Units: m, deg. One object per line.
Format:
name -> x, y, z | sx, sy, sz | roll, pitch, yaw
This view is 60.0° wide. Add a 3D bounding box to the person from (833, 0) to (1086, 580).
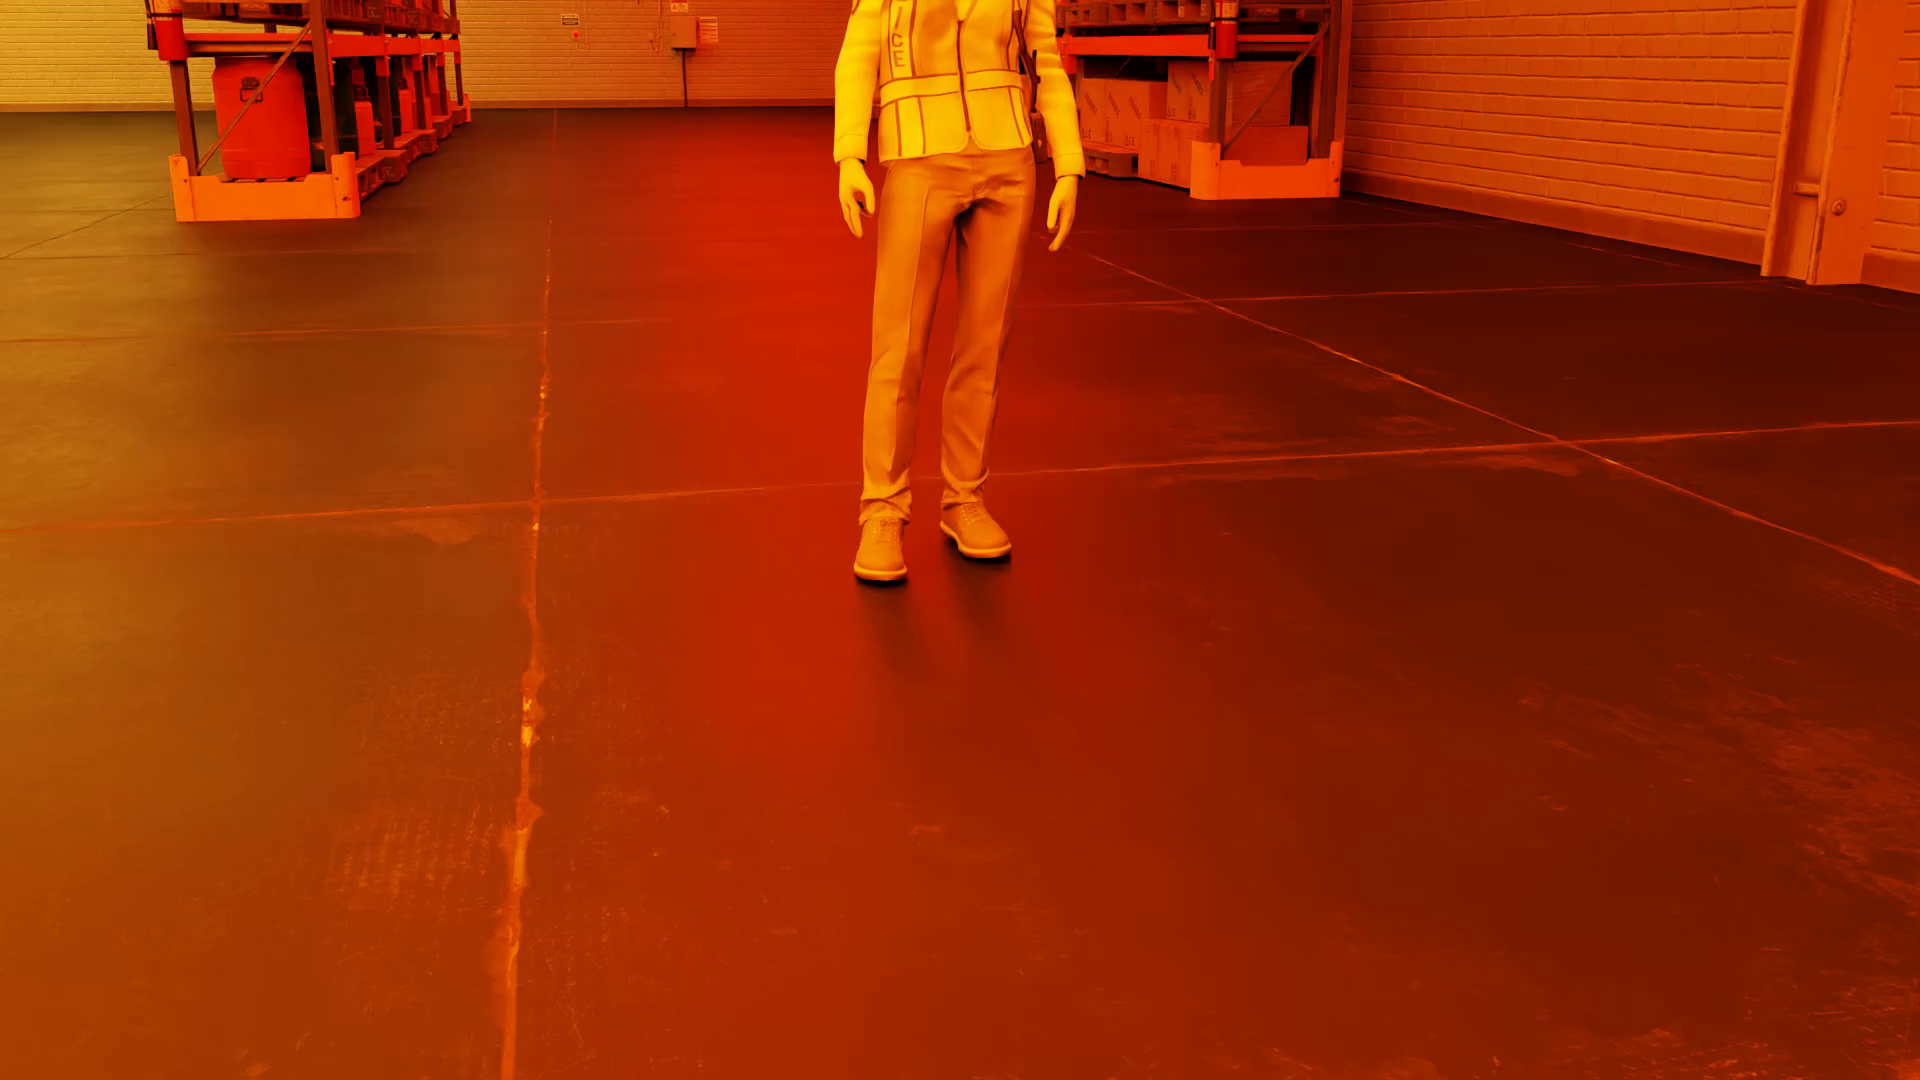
person -> 0.009, -0.800, 3.706 | 0.586, 1.694, 0.530 | -4, 17, -12
